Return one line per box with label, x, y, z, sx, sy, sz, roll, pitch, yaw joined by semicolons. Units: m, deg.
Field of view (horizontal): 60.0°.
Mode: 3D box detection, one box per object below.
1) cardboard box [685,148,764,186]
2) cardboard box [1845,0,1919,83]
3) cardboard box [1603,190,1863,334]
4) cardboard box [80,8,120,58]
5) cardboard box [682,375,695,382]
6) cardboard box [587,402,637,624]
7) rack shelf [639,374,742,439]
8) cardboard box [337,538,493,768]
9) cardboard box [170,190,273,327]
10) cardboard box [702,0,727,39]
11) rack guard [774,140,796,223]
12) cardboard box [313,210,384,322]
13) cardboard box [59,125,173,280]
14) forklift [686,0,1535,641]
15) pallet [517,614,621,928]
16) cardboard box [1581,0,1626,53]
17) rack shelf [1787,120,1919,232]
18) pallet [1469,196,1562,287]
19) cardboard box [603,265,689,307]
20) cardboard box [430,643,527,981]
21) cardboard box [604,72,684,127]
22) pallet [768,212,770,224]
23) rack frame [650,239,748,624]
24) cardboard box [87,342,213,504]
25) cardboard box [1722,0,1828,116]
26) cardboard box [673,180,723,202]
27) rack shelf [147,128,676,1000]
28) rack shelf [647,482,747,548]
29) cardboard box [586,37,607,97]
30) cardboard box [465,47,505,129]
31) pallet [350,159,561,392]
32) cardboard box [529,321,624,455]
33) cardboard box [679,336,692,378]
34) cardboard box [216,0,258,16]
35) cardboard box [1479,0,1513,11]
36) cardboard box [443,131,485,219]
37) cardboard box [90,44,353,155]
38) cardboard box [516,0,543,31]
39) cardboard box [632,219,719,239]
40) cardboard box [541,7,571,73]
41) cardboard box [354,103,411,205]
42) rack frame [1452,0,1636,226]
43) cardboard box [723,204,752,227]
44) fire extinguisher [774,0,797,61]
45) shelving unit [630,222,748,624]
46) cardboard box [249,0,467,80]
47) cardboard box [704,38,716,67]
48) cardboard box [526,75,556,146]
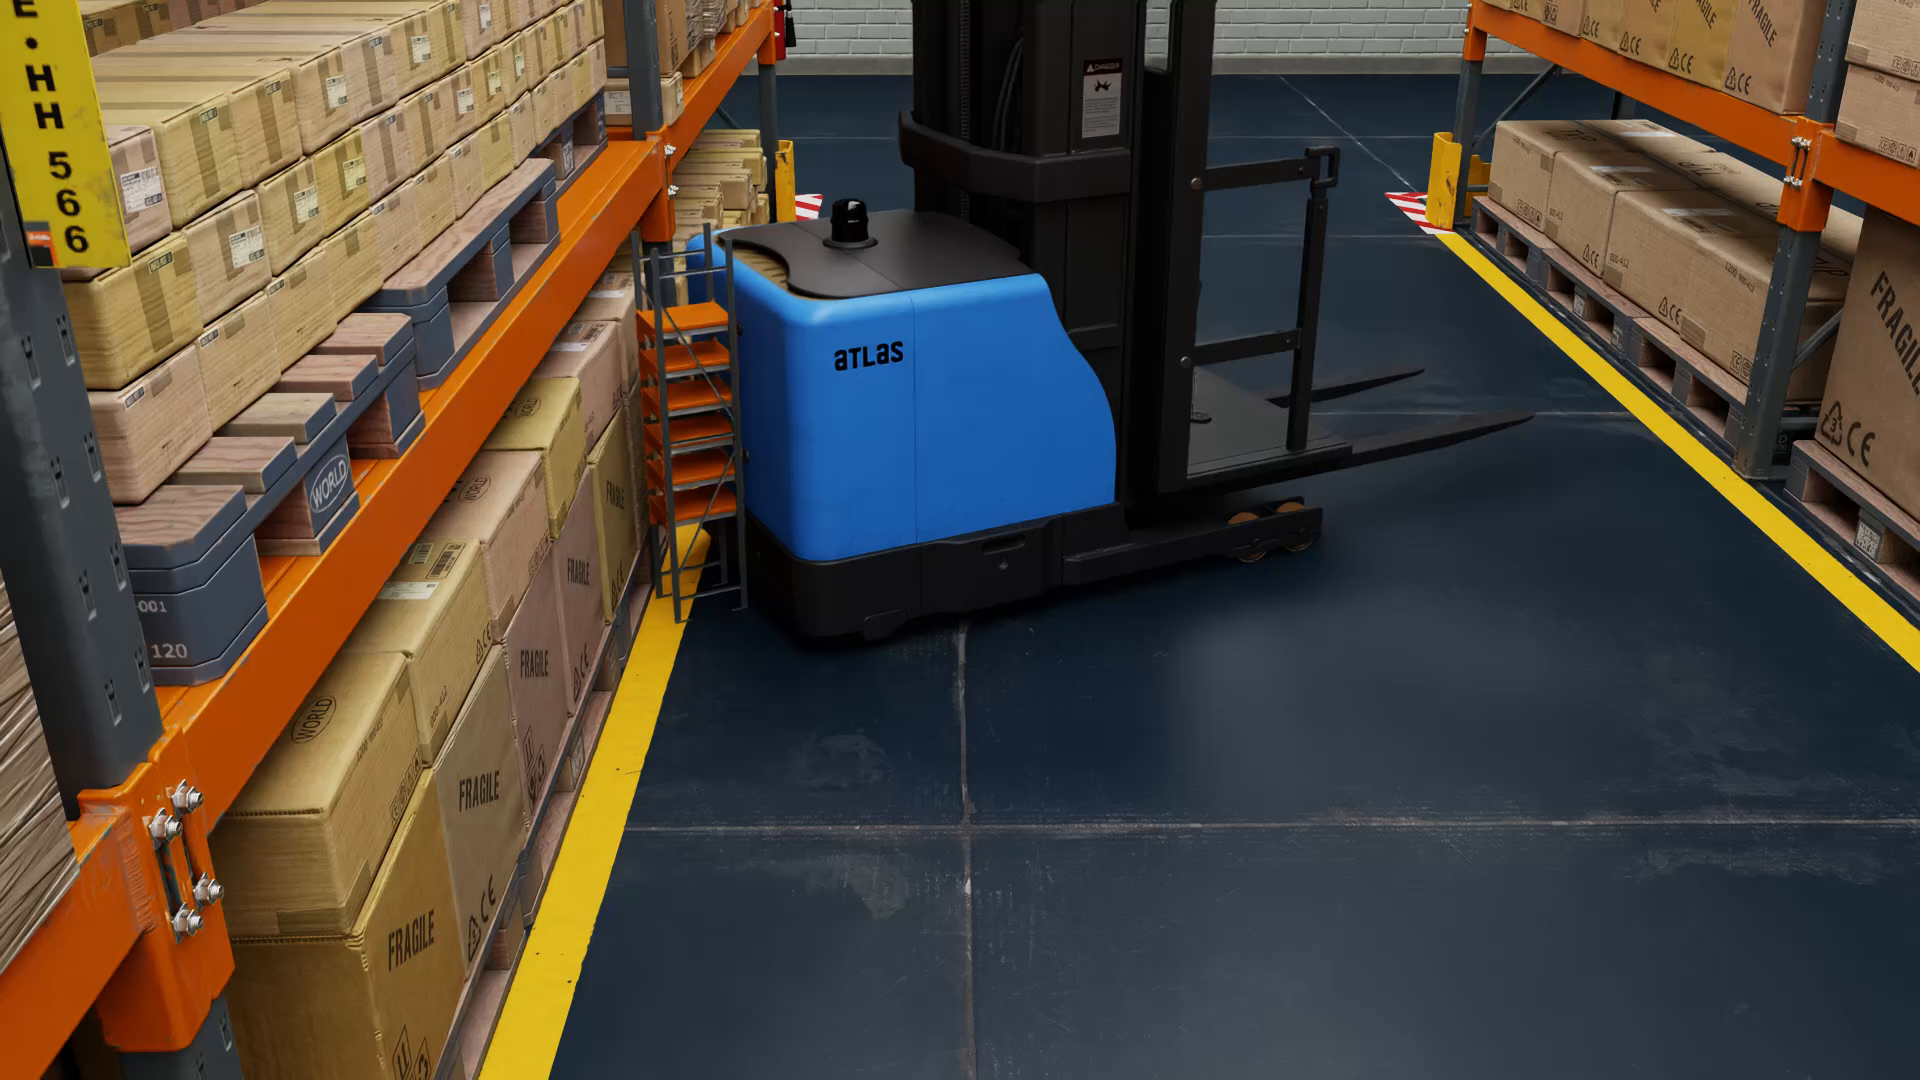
cardboard box;-1.217;-1.933;8.612;0.380;0.149;0.250;-1;24;-2
cardboard box;3.164;-1.589;5.199;0.500;0.250;0.500;-1;24;-2
cardboard box;3.531;-1.264;7.505;0.875;0.438;0.875;-1;24;-2
cardboard box;-1.940;-0.981;3.352;0.380;0.149;0.250;1;24;2
cardboard box;-1.191;-0.592;6.369;0.380;0.149;0.250;-1;24;-3
cardboard box;-1.243;-0.085;4.823;0.500;0.500;0.500;-1;24;-2
rack shelf;-0.809;-0.403;4.993;0.258;0.103;0.180;-12;29;-25
cardboard box;-1.235;0.212;3.256;0.500;0.250;0.500;-1;24;-1
cardboard box;-1.274;-0.424;2.482;0.380;0.149;0.250;1;24;2
cardboard box;-1.243;-2.346;6.815;0.500;0.500;0.500;-1;24;-2
rack guard;-1.551;-2.026;9.624;1.175;0.500;0.348;0;24;-1
cardboard box;-1.278;-0.495;3.000;0.380;0.149;0.250;1;24;2
cardboard box;-1.276;-0.441;2.159;0.380;0.149;0.250;0;24;0
forklift;0.661;-1.441;5.380;3.031;2.935;1.130;-12;27;-24
pallet;-1.482;0.547;4.284;1.003;0.211;1.213;0;24;-1
cardboard box;3.158;-2.483;7.478;0.500;0.500;0.500;1;24;1
rack shelf;3.463;-0.460;4.001;1.077;0.370;4.000;0;24;-1
pallet;3.484;-1.661;9.166;1.003;0.211;1.213;0;24;-1
cardboard box;-1.248;-0.968;6.479;0.380;0.149;0.250;1;24;2
cardboard box;-1.226;0.548;3.423;0.500;0.500;0.500;0;24;0
cardboard box;-1.184;-1.552;5.846;0.380;0.149;0.250;1;24;1
pallet;-1.577;-1.560;8.943;1.003;0.211;1.213;0;24;-1
rack frame;-0.768;-0.299;4.954;0.240;1.200;0.006;-12;29;-25
cardboard box;-1.267;-0.162;2.264;0.380;0.149;0.250;-1;24;-1
cardboard box;3.180;-1.848;6.074;0.500;0.500;0.500;0;24;0
cardboard box;-1.327;-1.607;7.890;0.380;0.149;0.250;-1;24;-2
rack shelf;-1.486;-0.396;3.859;1.077;0.370;4.000;0;24;-1
rack shelf;-0.815;-0.081;5.154;0.258;0.103;0.180;-12;29;-25
cardboard box;-1.306;-1.462;5.139;0.380;0.149;0.250;-1;24;-2
cardboard box;-1.288;-1.054;3.876;0.380;0.149;0.250;0;24;0
pallet;-1.527;-0.628;3.732;1.003;0.211;1.213;0;24;-1
cardboard box;-1.255;-0.425;4.663;0.500;0.250;0.500;1;24;2
cardboard box;-1.192;-0.727;6.306;0.380;0.149;0.250;1;24;2
cardboard box;-1.950;-1.303;4.064;0.380;0.149;0.250;0;24;-1
cardboard box;3.115;-3.107;8.858;0.500;0.500;0.500;0;24;-1
cardboard box;-1.285;-0.816;3.709;0.380;0.149;0.250;-1;24;-2
cardboard box;-1.282;-0.760;2.864;0.380;0.149;0.250;-1;24;-3
cardboard box;-1.300;-1.406;4.293;0.380;0.149;0.250;0;24;-1
cardboard box;-1.247;-1.285;7.179;0.380;0.149;0.250;0;24;1
cardboard box;-1.302;-1.387;4.611;0.380;0.149;0.250;1;24;2
cardboard box;-1.285;-0.741;3.182;0.380;0.149;0.250;0;24;0
rack frame;3.397;-3.260;9.319;1.000;3.000;0.127;0;24;-1
cardboard box;-1.234;-1.581;8.194;0.380;0.149;0.250;0;24;0
fire extinguisher;-1.093;-3.097;9.505;0.296;0.674;0.183;0;24;-1
shelving unit;-0.810;-0.335;5.027;0.258;1.200;0.189;-12;29;-25
cardboard box;-1.290;-1.084;3.579;0.380;0.149;0.250;-1;24;-1
cardboard box;-1.247;-2.094;7.046;0.380;0.149;0.250;1;24;2
cardboard box;-1.299;-1.149;4.447;0.380;0.149;0.250;-1;24;-3
